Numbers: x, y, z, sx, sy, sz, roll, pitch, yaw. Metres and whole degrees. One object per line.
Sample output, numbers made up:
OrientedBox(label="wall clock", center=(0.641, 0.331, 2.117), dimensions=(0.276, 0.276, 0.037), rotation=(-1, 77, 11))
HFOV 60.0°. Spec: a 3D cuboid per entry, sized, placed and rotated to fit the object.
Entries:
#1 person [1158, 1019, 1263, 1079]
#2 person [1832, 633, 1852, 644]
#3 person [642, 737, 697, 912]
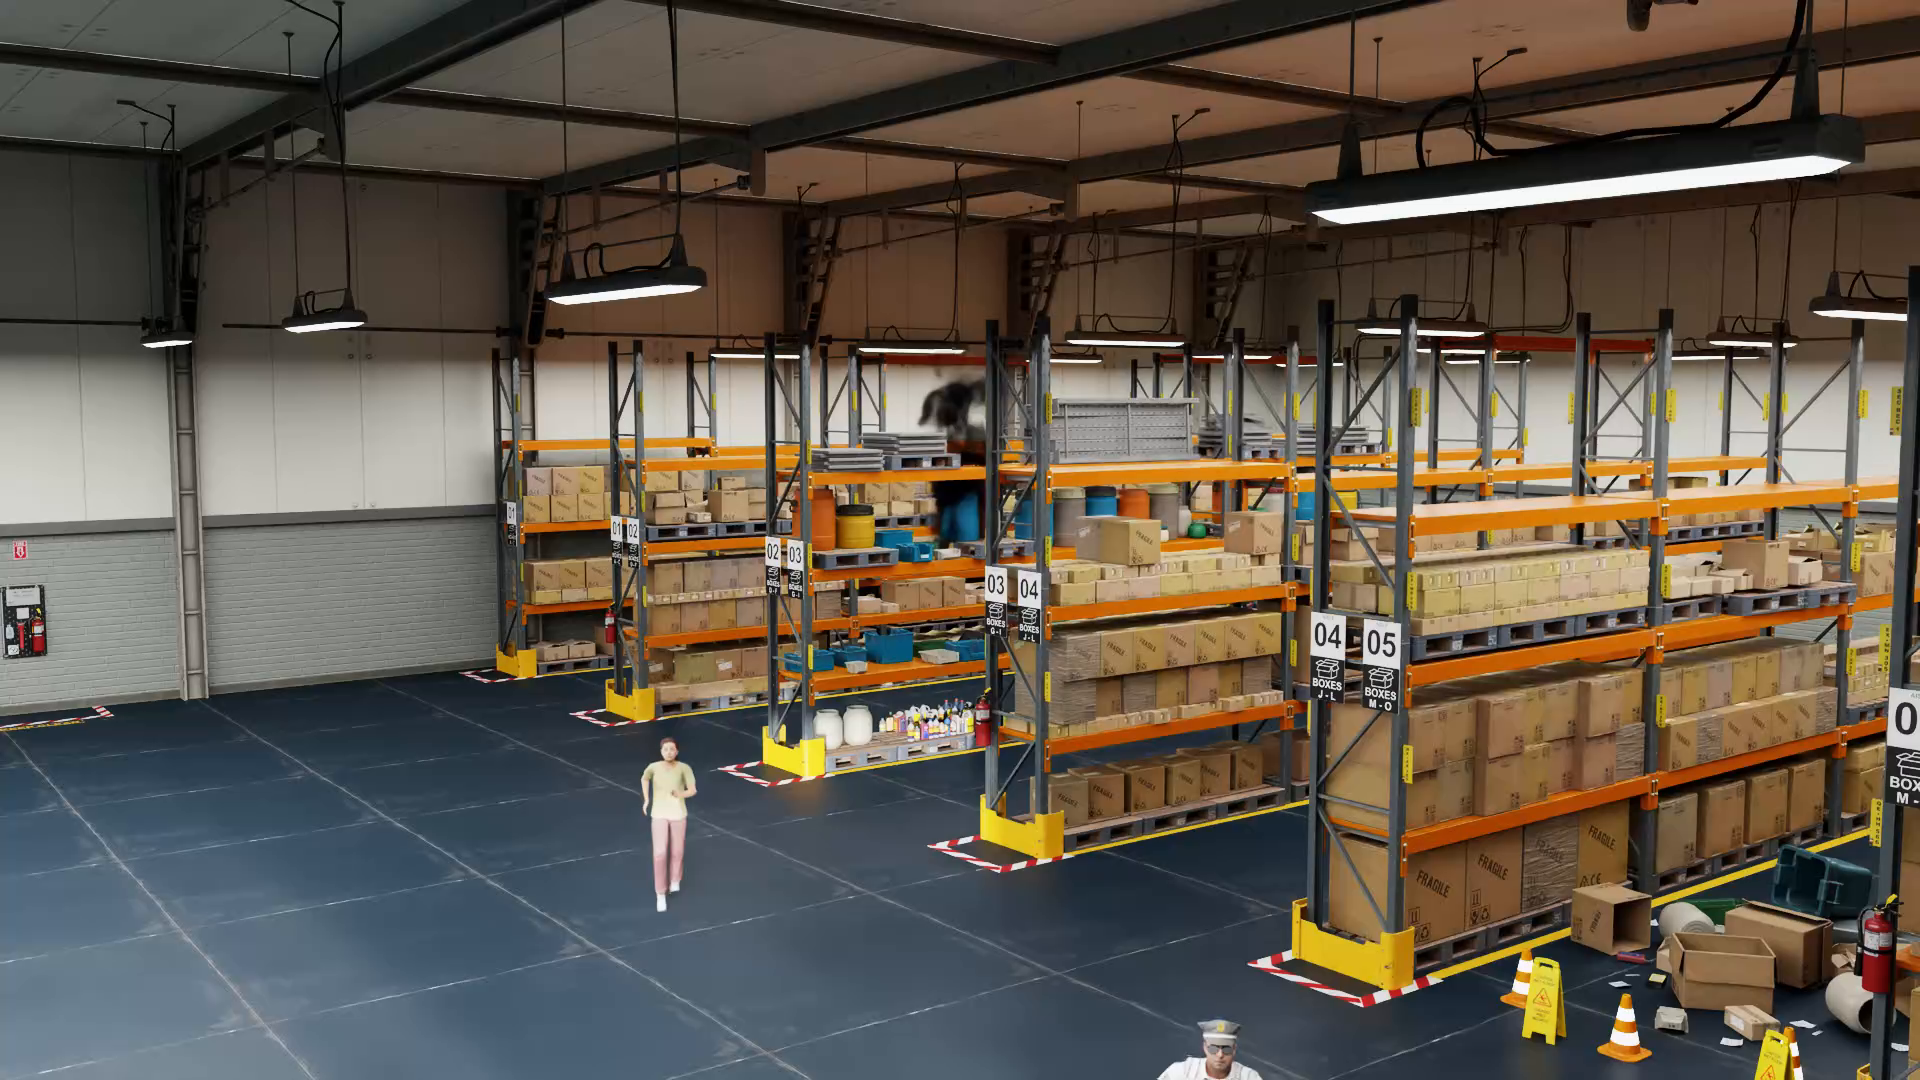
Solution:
OrientedBox(label="person", center=(1.396, 3.501, 9.091), dimensions=(0.638, 1.851, 0.777), rotation=(0, 5, 2))
OrientedBox(label="person", center=(12.865, 2.185, 24.110), dimensions=(0.711, 1.776, 0.667), rotation=(-3, 6, -32))
OrientedBox(label="person", center=(-2.948, 2.849, 16.885), dimensions=(0.544, 1.724, 0.737), rotation=(-1, 5, -11))
